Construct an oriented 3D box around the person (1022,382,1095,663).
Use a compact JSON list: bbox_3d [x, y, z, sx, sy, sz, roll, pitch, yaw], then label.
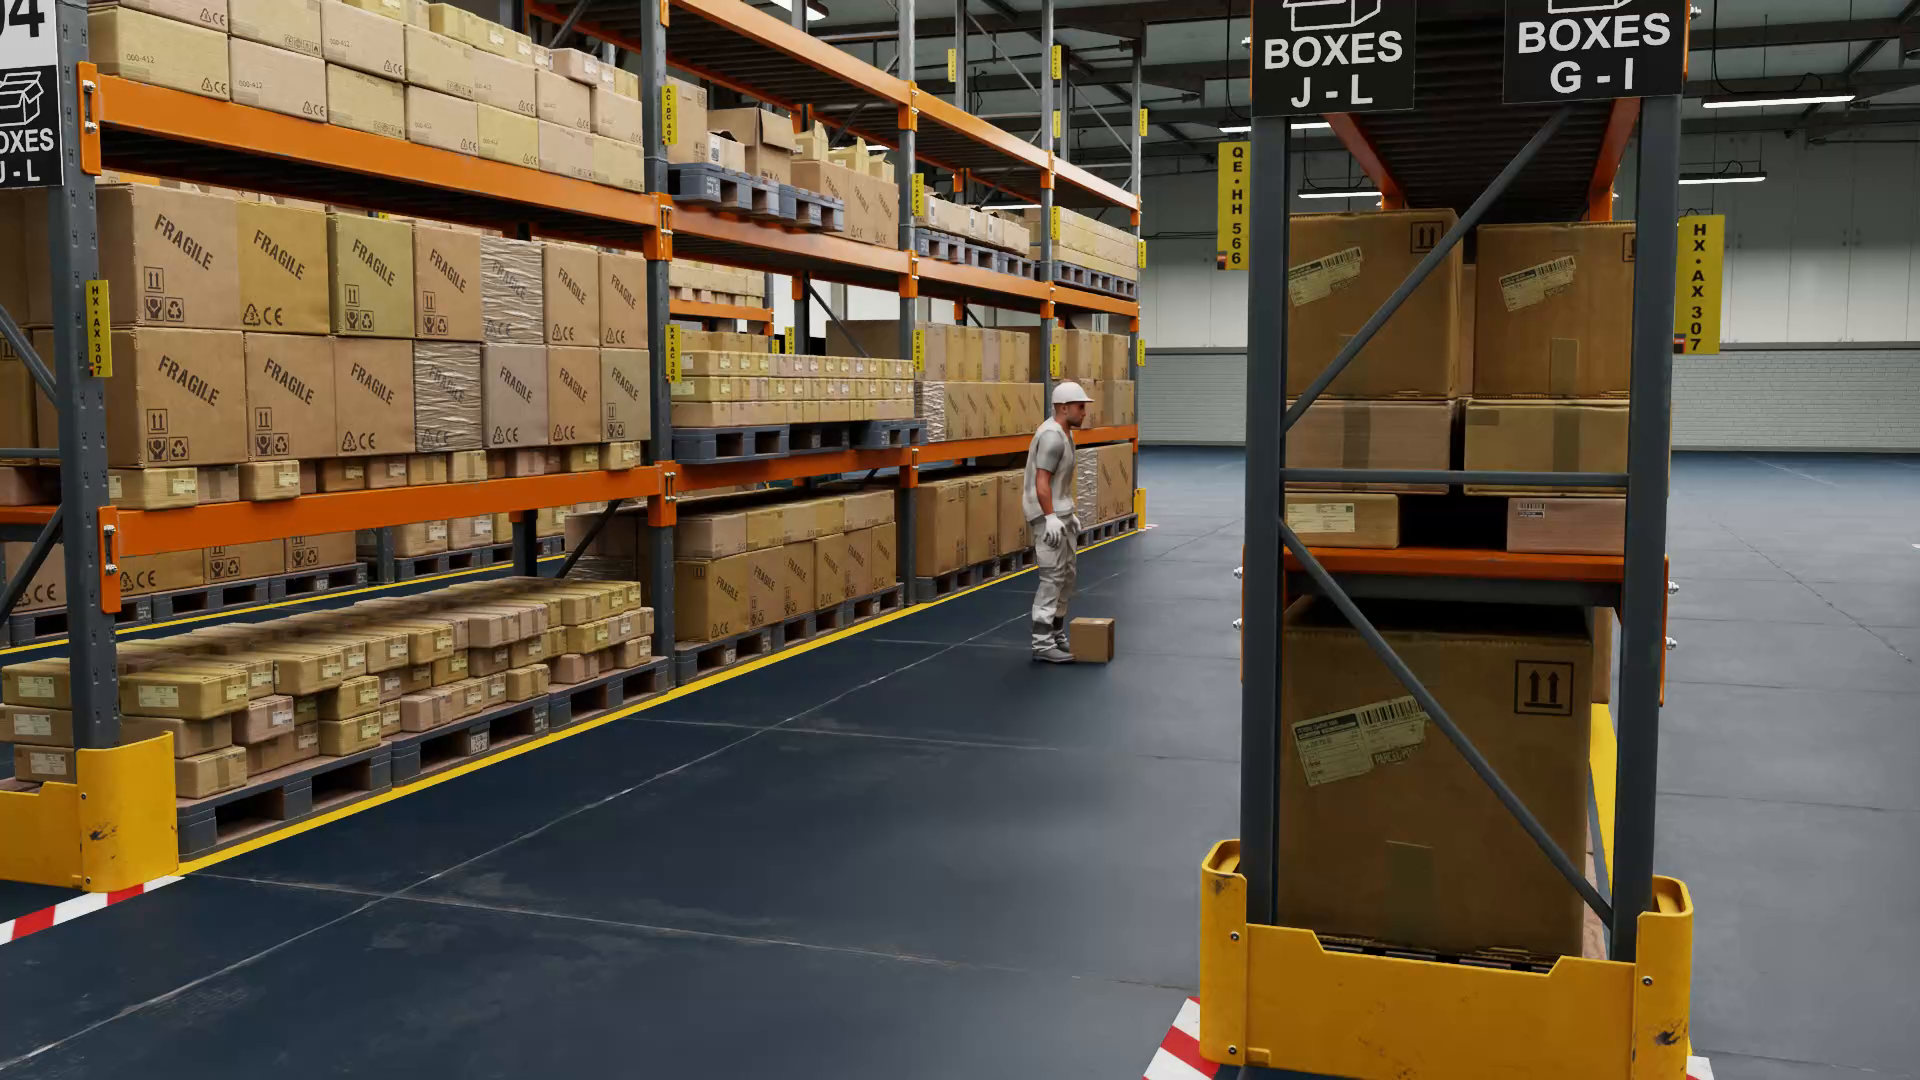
[{"bbox_3d":[0.639,-0.124,10.725,0.452,1.779,0.622,2,5,17],"label":"person"}]
